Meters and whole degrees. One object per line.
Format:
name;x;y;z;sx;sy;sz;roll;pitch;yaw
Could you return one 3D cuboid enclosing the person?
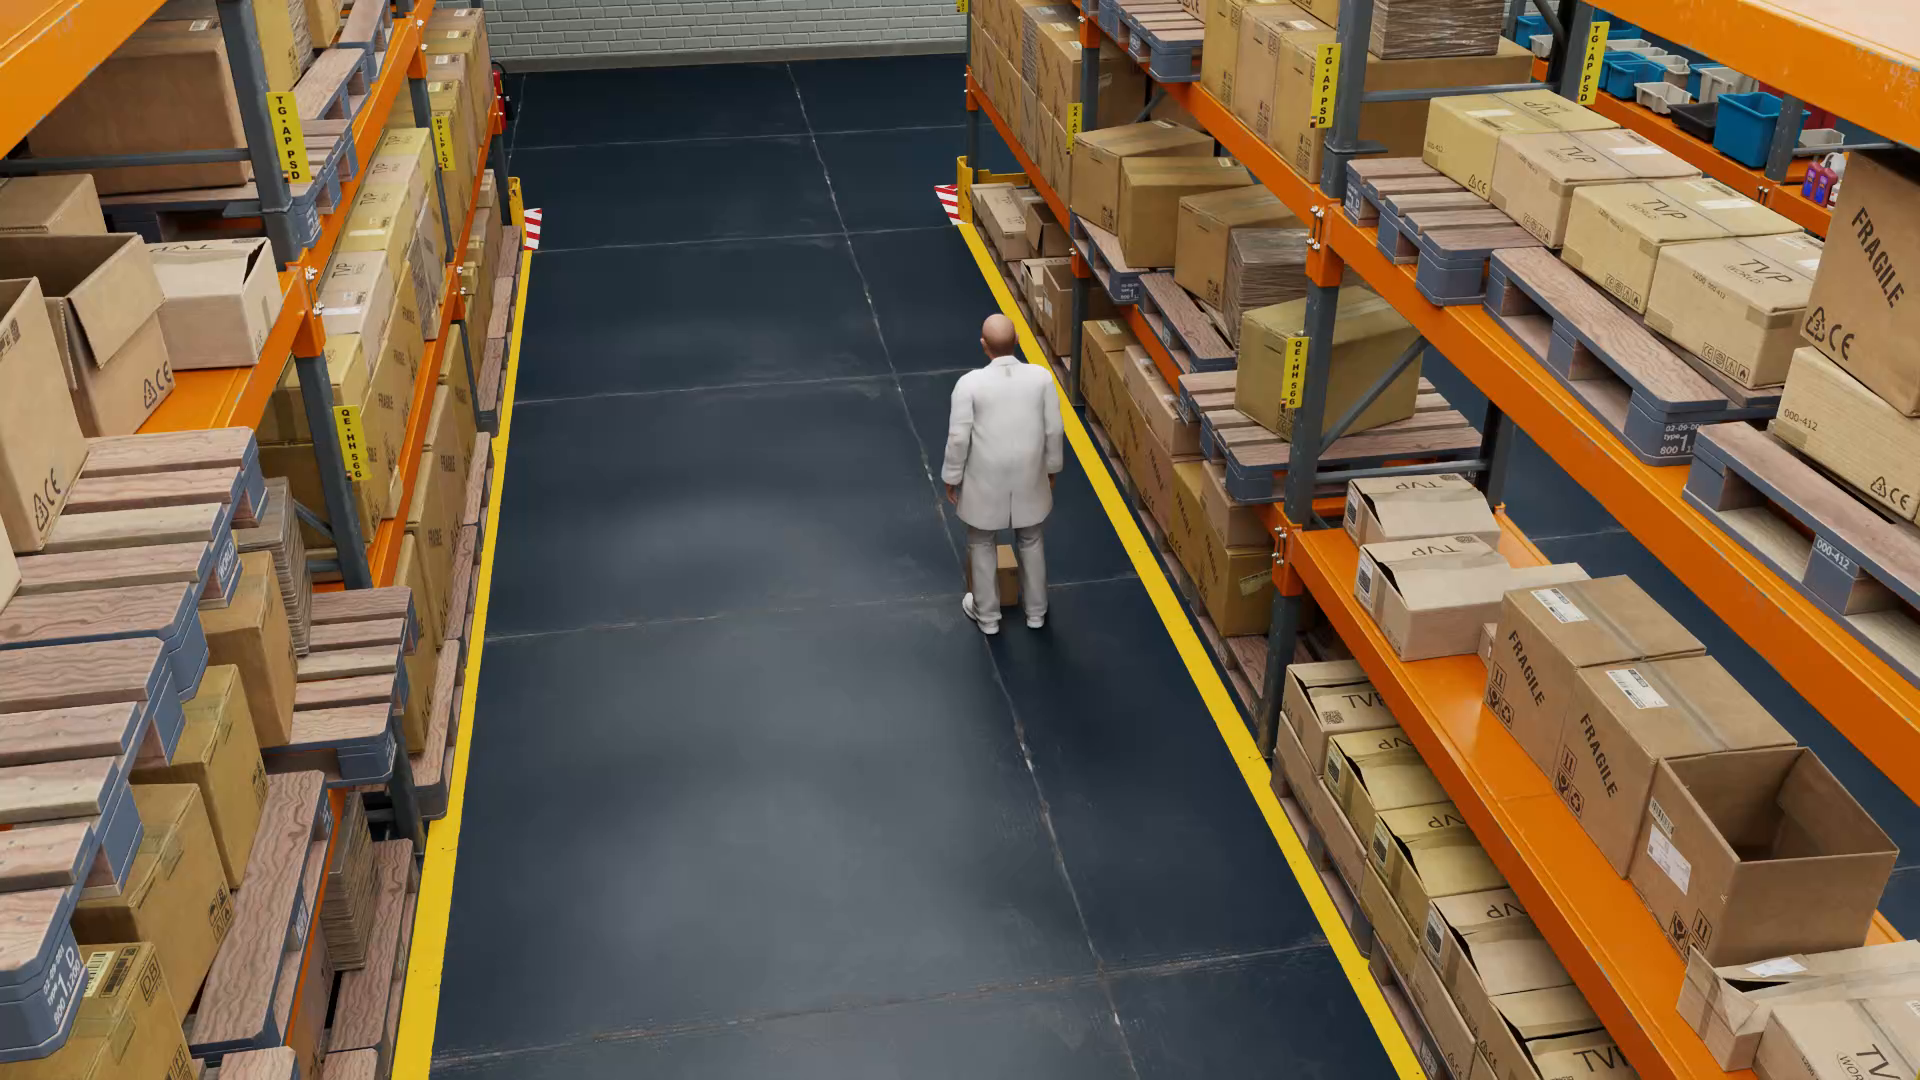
person;0.227;-0.334;8.729;0.656;1.774;0.416;-6;31;-10
